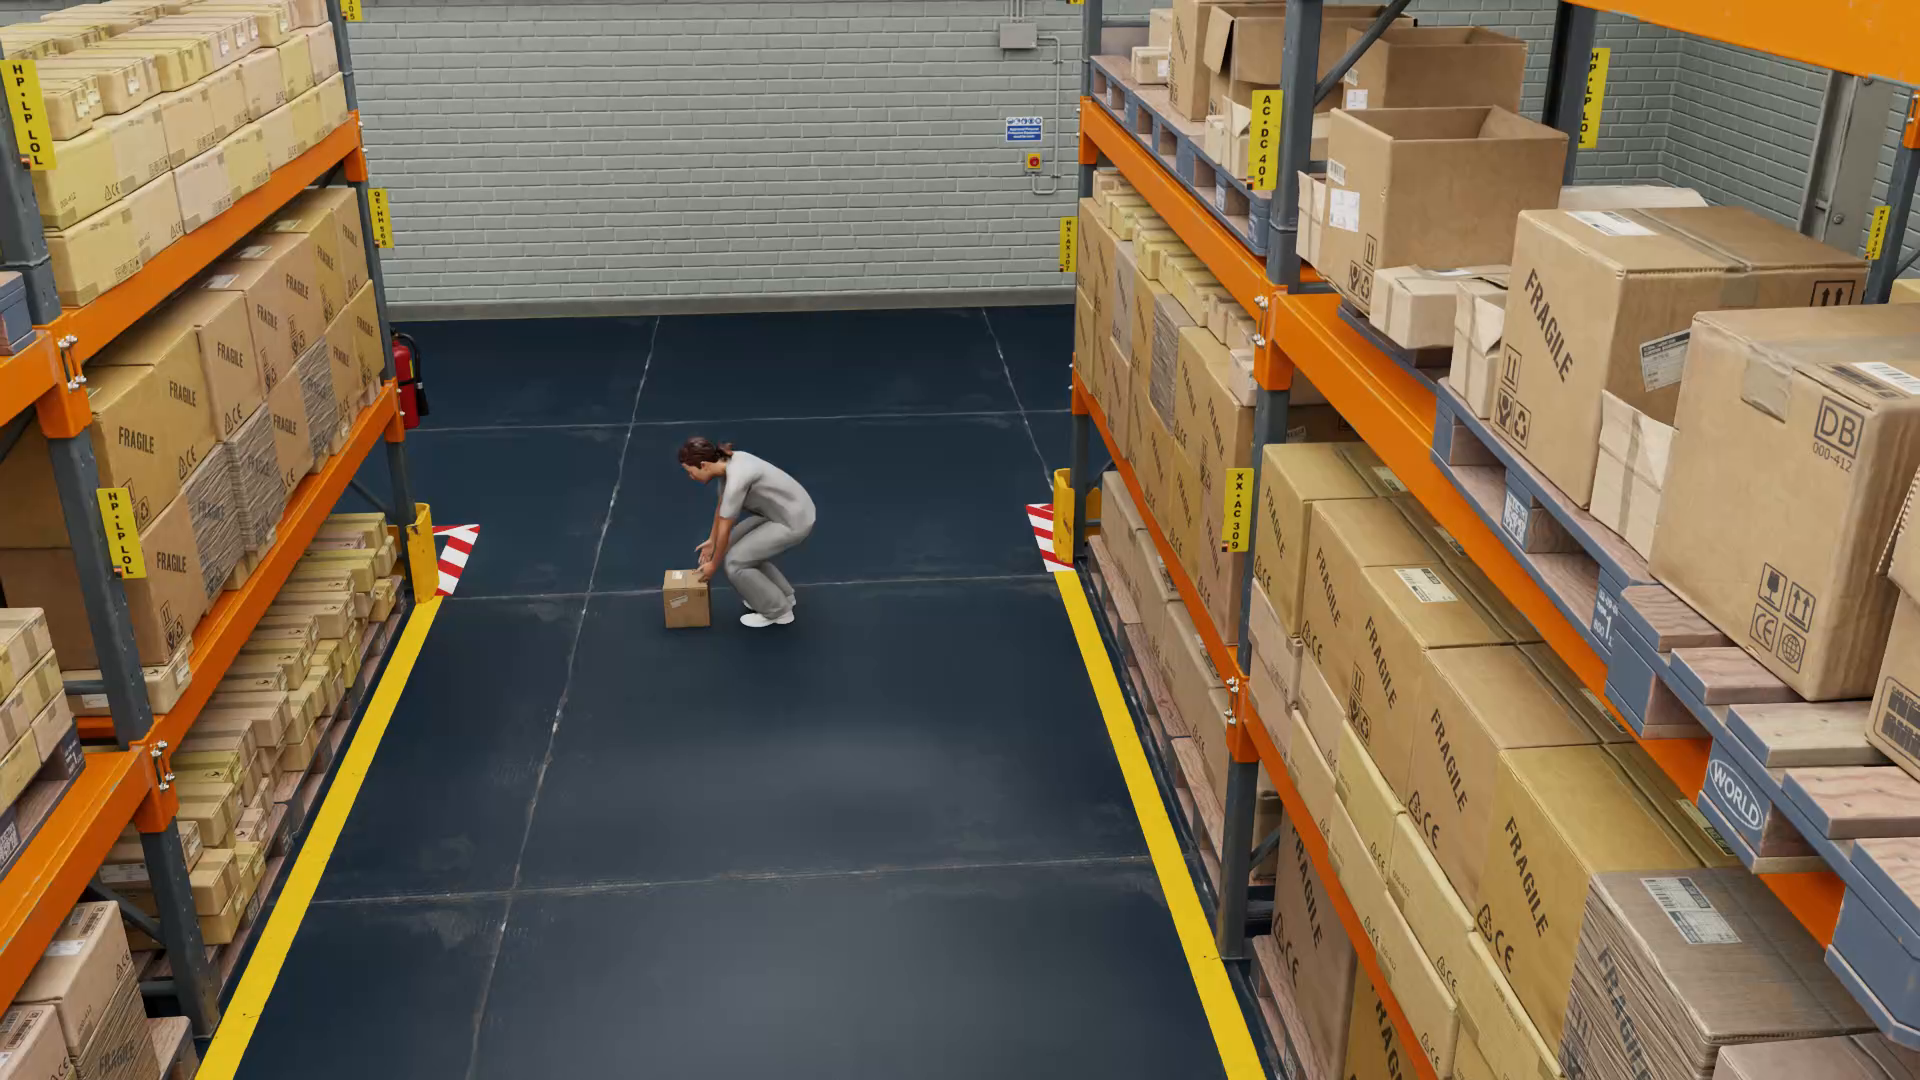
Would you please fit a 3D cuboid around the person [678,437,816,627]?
[{"bbox_3d":[-1.189,-0.066,9.430,0.750,1.130,0.494,-2,24,-5],"label":"person"}]
